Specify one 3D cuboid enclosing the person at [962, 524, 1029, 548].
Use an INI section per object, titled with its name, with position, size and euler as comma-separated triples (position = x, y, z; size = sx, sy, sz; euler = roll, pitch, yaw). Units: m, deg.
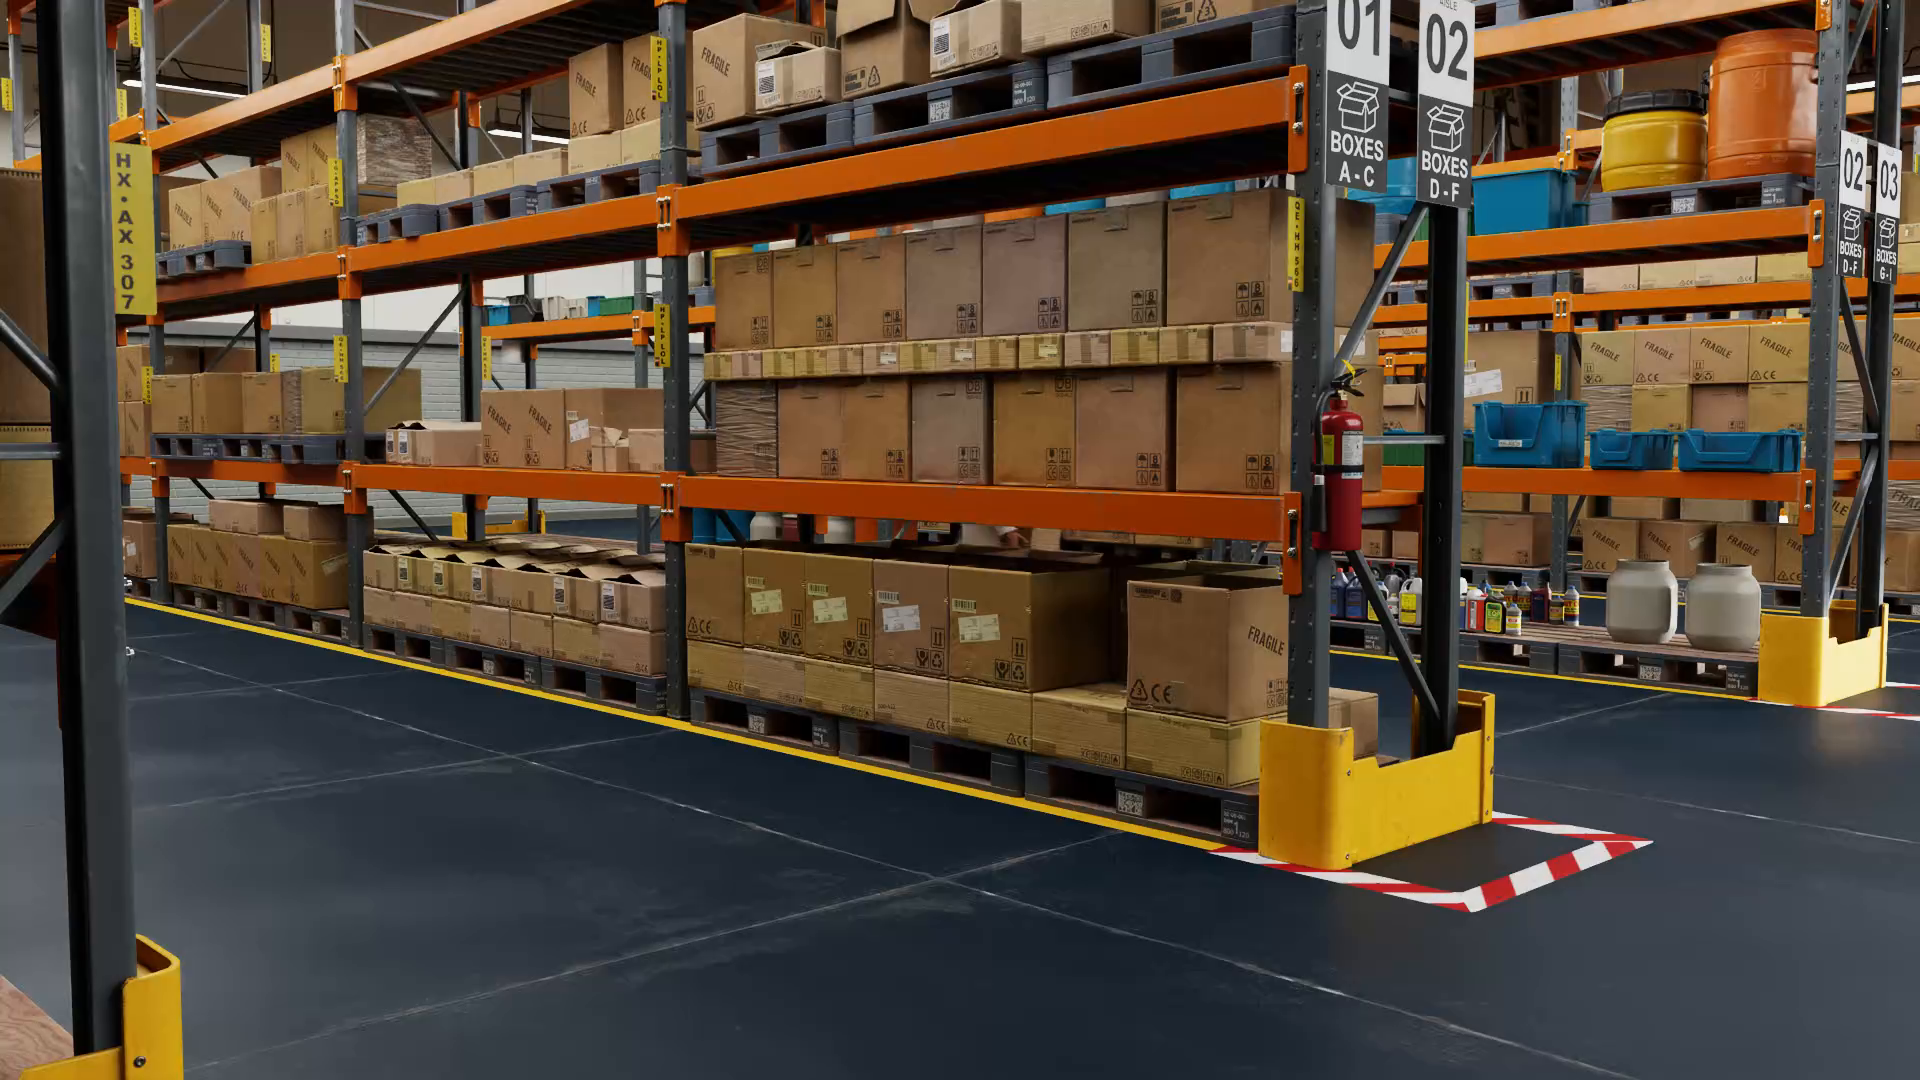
[person]
position = 0.290, 0.015, 9.774
size = 0.528, 1.780, 0.569
euler = -4, 5, -44
